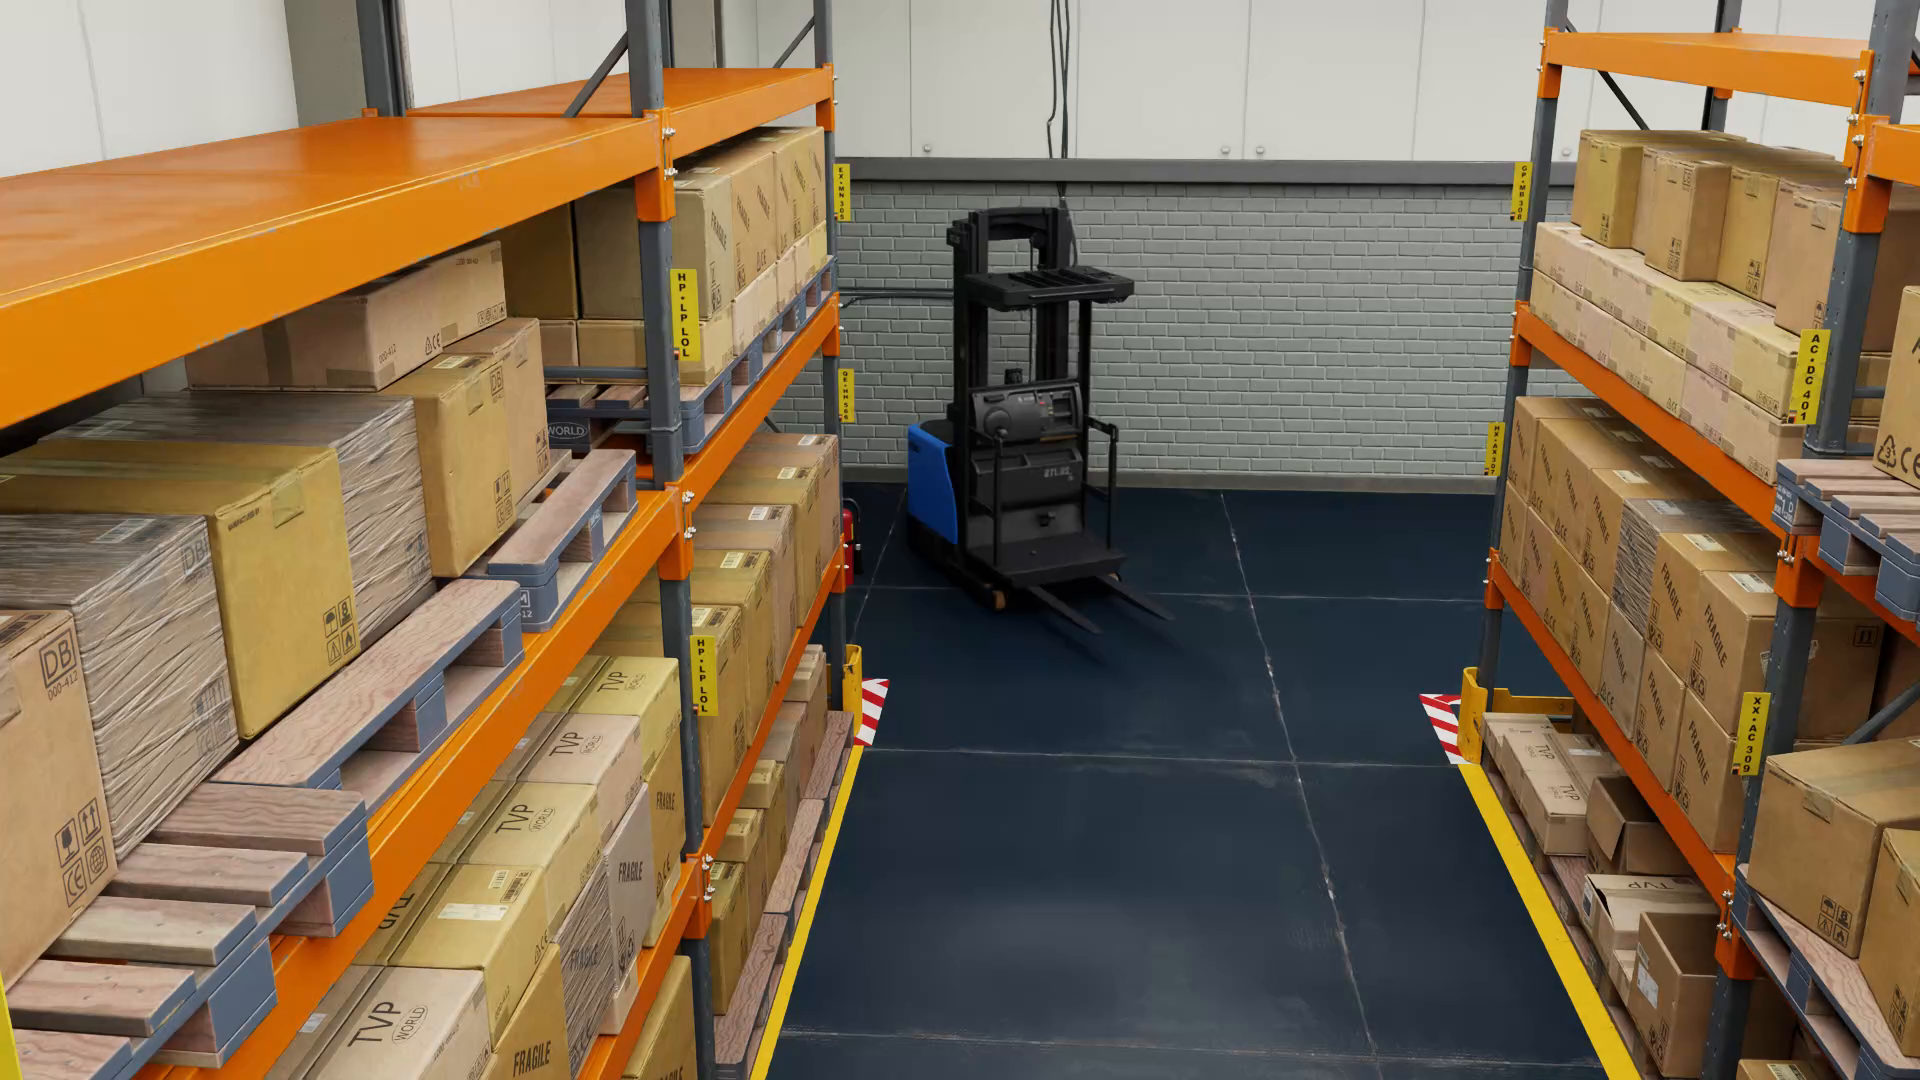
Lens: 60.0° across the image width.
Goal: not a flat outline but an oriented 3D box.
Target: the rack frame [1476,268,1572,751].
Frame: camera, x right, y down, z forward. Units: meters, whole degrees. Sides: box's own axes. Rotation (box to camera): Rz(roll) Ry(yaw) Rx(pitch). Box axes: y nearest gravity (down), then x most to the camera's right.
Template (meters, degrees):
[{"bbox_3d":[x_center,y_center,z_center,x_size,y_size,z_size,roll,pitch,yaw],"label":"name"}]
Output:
[{"bbox_3d":[3.713,-0.114,9.953,1.000,3.000,0.127,1,18,4],"label":"rack frame"}]

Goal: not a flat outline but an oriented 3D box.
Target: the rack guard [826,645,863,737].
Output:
[{"bbox_3d":[-1.226,0.957,10.699,1.175,0.500,0.348,1,18,4],"label":"rack guard"}]

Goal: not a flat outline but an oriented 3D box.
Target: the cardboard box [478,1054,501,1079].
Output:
[{"bbox_3d":[-1.428,1.601,4.049,0.500,0.500,0.500,1,18,4],"label":"cardboard box"}]

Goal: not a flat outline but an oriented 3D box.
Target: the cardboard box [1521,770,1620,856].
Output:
[{"bbox_3d":[3.319,1.457,8.869,0.500,0.250,0.500,1,18,4],"label":"cardboard box"}]

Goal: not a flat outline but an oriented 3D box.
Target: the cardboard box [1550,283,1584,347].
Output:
[{"bbox_3d":[3.374,-1.159,8.567,0.500,0.250,0.500,1,18,4],"label":"cardboard box"}]

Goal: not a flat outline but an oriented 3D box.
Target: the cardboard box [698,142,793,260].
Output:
[{"bbox_3d":[-1.084,-1.630,7.965,0.500,0.500,0.500,0,18,1],"label":"cardboard box"}]

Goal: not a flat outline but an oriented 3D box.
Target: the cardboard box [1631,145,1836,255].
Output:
[{"bbox_3d":[3.643,-1.591,7.878,0.700,0.500,0.500,1,18,4],"label":"cardboard box"}]

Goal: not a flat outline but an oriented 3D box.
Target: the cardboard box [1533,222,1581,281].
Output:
[{"bbox_3d":[3.417,-1.552,8.963,0.500,0.250,0.500,1,18,4],"label":"cardboard box"}]

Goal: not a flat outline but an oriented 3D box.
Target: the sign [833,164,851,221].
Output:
[{"bbox_3d":[-0.688,-2.015,9.645,0.100,0.325,0.005,1,18,4],"label":"sign"}]

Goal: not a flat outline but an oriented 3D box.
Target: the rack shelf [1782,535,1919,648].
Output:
[{"bbox_3d":[3.283,0.666,3.911,1.077,0.370,4.000,1,18,4],"label":"rack shelf"}]

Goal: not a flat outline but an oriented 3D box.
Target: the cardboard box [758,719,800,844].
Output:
[{"bbox_3d":[-1.250,1.296,8.990,0.700,0.500,0.500,1,18,2],"label":"cardboard box"}]

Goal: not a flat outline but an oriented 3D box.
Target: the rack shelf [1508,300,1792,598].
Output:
[{"bbox_3d":[3.570,-0.576,7.703,1.077,0.370,4.000,1,18,4],"label":"rack shelf"}]

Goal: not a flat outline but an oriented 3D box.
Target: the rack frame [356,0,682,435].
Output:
[{"bbox_3d":[-1.515,-1.832,5.562,1.000,3.000,0.127,1,18,4],"label":"rack frame"}]

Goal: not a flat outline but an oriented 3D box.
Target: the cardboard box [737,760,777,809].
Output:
[{"bbox_3d":[-1.115,1.205,8.228,0.380,0.149,0.250,1,18,2],"label":"cardboard box"}]

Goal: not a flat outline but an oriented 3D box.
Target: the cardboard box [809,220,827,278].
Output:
[{"bbox_3d":[-1.016,-1.591,9.050,0.500,0.250,0.500,2,18,6],"label":"cardboard box"}]

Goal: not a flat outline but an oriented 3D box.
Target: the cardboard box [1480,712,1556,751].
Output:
[{"bbox_3d":[3.340,1.154,9.955,0.380,0.149,0.250,1,18,4],"label":"cardboard box"}]

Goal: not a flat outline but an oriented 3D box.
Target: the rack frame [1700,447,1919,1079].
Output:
[{"bbox_3d":[3.426,1.128,6.162,1.000,3.000,0.127,1,18,4],"label":"rack frame"}]

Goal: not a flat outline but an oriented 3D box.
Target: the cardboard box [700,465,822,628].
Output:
[{"bbox_3d":[-1.296,0.019,9.066,0.980,0.700,0.700,1,18,3],"label":"cardboard box"}]

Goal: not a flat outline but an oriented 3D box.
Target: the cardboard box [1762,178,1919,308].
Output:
[{"bbox_3d":[3.600,-1.124,6.451,0.700,0.500,0.500,1,18,4],"label":"cardboard box"}]

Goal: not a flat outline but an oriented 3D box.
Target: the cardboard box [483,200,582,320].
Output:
[{"bbox_3d":[-1.697,-1.161,6.533,0.500,0.500,0.500,1,18,3],"label":"cardboard box"}]

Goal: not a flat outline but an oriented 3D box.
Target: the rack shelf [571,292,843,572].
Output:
[{"bbox_3d":[-1.371,-0.686,8.037,1.077,0.370,4.000,1,18,4],"label":"rack shelf"}]

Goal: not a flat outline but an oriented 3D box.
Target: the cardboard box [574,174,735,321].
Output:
[{"bbox_3d":[-1.184,-1.154,6.511,0.500,0.500,0.500,1,18,3],"label":"cardboard box"}]

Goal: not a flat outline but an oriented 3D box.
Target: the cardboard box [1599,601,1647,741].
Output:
[{"bbox_3d":[3.276,0.600,7.614,0.500,0.500,0.500,2,18,5],"label":"cardboard box"}]

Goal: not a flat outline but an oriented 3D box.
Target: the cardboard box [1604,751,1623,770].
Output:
[{"bbox_3d":[3.801,1.322,9.416,0.380,0.166,0.250,1,18,4],"label":"cardboard box"}]

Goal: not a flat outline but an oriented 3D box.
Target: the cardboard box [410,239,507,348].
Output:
[{"bbox_3d":[-1.709,-0.749,5.003,0.500,0.250,0.500,3,18,8],"label":"cardboard box"}]

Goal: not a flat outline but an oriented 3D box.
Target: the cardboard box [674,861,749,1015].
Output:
[{"bbox_3d":[-1.359,1.777,7.522,0.700,0.500,0.500,2,18,5],"label":"cardboard box"}]

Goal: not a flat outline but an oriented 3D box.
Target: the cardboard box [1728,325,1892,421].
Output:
[{"bbox_3d":[3.190,-0.620,6.120,0.500,0.250,0.500,1,18,4],"label":"cardboard box"}]

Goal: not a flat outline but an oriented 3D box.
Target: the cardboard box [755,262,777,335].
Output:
[{"bbox_3d":[-1.122,-1.108,7.577,0.500,0.250,0.500,1,18,2],"label":"cardboard box"}]

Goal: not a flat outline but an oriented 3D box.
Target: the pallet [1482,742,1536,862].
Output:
[{"bbox_3d":[3.651,1.483,9.560,1.003,0.211,1.213,1,18,4],"label":"pallet"}]

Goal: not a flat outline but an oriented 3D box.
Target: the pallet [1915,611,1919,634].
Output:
[{"bbox_3d":[3.238,0.315,4.128,1.213,0.211,1.003,1,18,4],"label":"pallet"}]

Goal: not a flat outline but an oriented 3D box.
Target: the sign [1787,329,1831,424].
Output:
[{"bbox_3d":[2.885,-0.552,5.644,0.100,0.325,0.005,1,18,4],"label":"sign"}]

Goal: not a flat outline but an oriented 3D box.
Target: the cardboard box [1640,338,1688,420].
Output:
[{"bbox_3d":[3.270,-0.693,7.145,0.500,0.250,0.500,1,18,4],"label":"cardboard box"}]

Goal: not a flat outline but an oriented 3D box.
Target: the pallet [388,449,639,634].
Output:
[{"bbox_3d":[-1.531,-0.030,5.186,0.805,0.209,1.217,1,18,2],"label":"pallet"}]

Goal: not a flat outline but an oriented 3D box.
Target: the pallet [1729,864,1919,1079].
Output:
[{"bbox_3d":[3.260,1.465,5.442,1.003,0.211,1.213,1,18,4],"label":"pallet"}]

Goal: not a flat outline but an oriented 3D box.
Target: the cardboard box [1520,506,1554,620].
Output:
[{"bbox_3d":[3.387,0.131,9.046,0.500,0.500,0.500,1,18,3],"label":"cardboard box"}]

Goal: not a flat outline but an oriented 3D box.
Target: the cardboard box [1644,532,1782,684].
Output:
[{"bbox_3d":[3.238,0.284,6.974,0.500,0.500,0.500,1,18,3],"label":"cardboard box"}]

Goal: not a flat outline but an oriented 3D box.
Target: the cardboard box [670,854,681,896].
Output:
[{"bbox_3d":[-1.257,1.240,6.192,0.380,0.149,0.250,1,18,4],"label":"cardboard box"}]

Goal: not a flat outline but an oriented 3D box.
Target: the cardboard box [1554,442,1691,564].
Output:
[{"bbox_3d":[3.348,-0.187,8.410,0.500,0.500,0.500,2,18,5],"label":"cardboard box"}]

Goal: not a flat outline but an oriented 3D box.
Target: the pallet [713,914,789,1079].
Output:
[{"bbox_3d":[-1.382,2.110,7.646,1.003,0.211,1.213,1,18,4],"label":"pallet"}]

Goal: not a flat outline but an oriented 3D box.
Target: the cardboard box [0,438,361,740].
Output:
[{"bbox_3d":[-1.786,0.090,3.646,0.700,0.500,0.500,2,18,7],"label":"cardboard box"}]

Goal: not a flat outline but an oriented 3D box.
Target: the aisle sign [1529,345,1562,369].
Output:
[{"bbox_3d":[3.425,-1.377,9.633,0.394,0.787,0.004,1,18,4],"label":"aisle sign"}]

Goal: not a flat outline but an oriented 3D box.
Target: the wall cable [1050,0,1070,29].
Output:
[{"bbox_3d":[2.232,-5.687,14.203,3.097,2.526,0.112,1,18,4],"label":"wall cable"}]

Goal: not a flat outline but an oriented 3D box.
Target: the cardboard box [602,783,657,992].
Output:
[{"bbox_3d":[-1.323,1.128,5.492,0.500,0.500,0.500,1,18,4],"label":"cardboard box"}]

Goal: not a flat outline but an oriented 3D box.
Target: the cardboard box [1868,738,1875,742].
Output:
[{"bbox_3d":[3.735,0.929,6.611,0.500,0.500,0.500,2,18,5],"label":"cardboard box"}]

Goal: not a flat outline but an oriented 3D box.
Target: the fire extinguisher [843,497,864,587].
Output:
[{"bbox_3d":[-0.757,-0.046,10.469,0.296,0.674,0.183,1,18,4],"label":"fire extinguisher"}]

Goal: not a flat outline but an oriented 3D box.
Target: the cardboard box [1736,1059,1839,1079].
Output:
[{"bbox_3d":[3.149,2.252,6.041,0.500,0.500,0.500,0,18,1],"label":"cardboard box"}]

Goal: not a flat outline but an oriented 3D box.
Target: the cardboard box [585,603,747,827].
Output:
[{"bbox_3d":[-1.460,0.708,6.962,0.980,0.700,0.700,2,18,5],"label":"cardboard box"}]

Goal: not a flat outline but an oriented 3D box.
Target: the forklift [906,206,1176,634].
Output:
[{"bbox_3d":[0.619,-0.996,12.755,1.130,2.935,3.031,-8,20,-23],"label":"forklift"}]

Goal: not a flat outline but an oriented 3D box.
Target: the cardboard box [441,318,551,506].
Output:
[{"bbox_3d":[-1.688,-0.392,5.118,0.700,0.500,0.500,0,18,1],"label":"cardboard box"}]

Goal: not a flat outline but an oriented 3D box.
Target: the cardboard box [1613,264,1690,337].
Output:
[{"bbox_3d":[3.304,-1.086,7.541,0.500,0.250,0.500,1,18,4],"label":"cardboard box"}]

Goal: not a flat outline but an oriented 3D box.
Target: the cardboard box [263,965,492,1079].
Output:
[{"bbox_3d":[-1.442,1.249,3.919,0.500,0.250,0.500,1,18,4],"label":"cardboard box"}]

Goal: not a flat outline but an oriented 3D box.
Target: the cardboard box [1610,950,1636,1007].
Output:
[{"bbox_3d":[3.151,1.973,7.456,0.380,0.149,0.250,1,18,4],"label":"cardboard box"}]

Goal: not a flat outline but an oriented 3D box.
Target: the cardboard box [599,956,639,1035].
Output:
[{"bbox_3d":[-1.275,1.482,5.455,0.380,0.149,0.250,1,18,4],"label":"cardboard box"}]

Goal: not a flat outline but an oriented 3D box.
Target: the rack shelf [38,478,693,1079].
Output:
[{"bbox_3d":[-1.658,0.557,4.245,1.077,0.370,4.000,1,18,4],"label":"rack shelf"}]
